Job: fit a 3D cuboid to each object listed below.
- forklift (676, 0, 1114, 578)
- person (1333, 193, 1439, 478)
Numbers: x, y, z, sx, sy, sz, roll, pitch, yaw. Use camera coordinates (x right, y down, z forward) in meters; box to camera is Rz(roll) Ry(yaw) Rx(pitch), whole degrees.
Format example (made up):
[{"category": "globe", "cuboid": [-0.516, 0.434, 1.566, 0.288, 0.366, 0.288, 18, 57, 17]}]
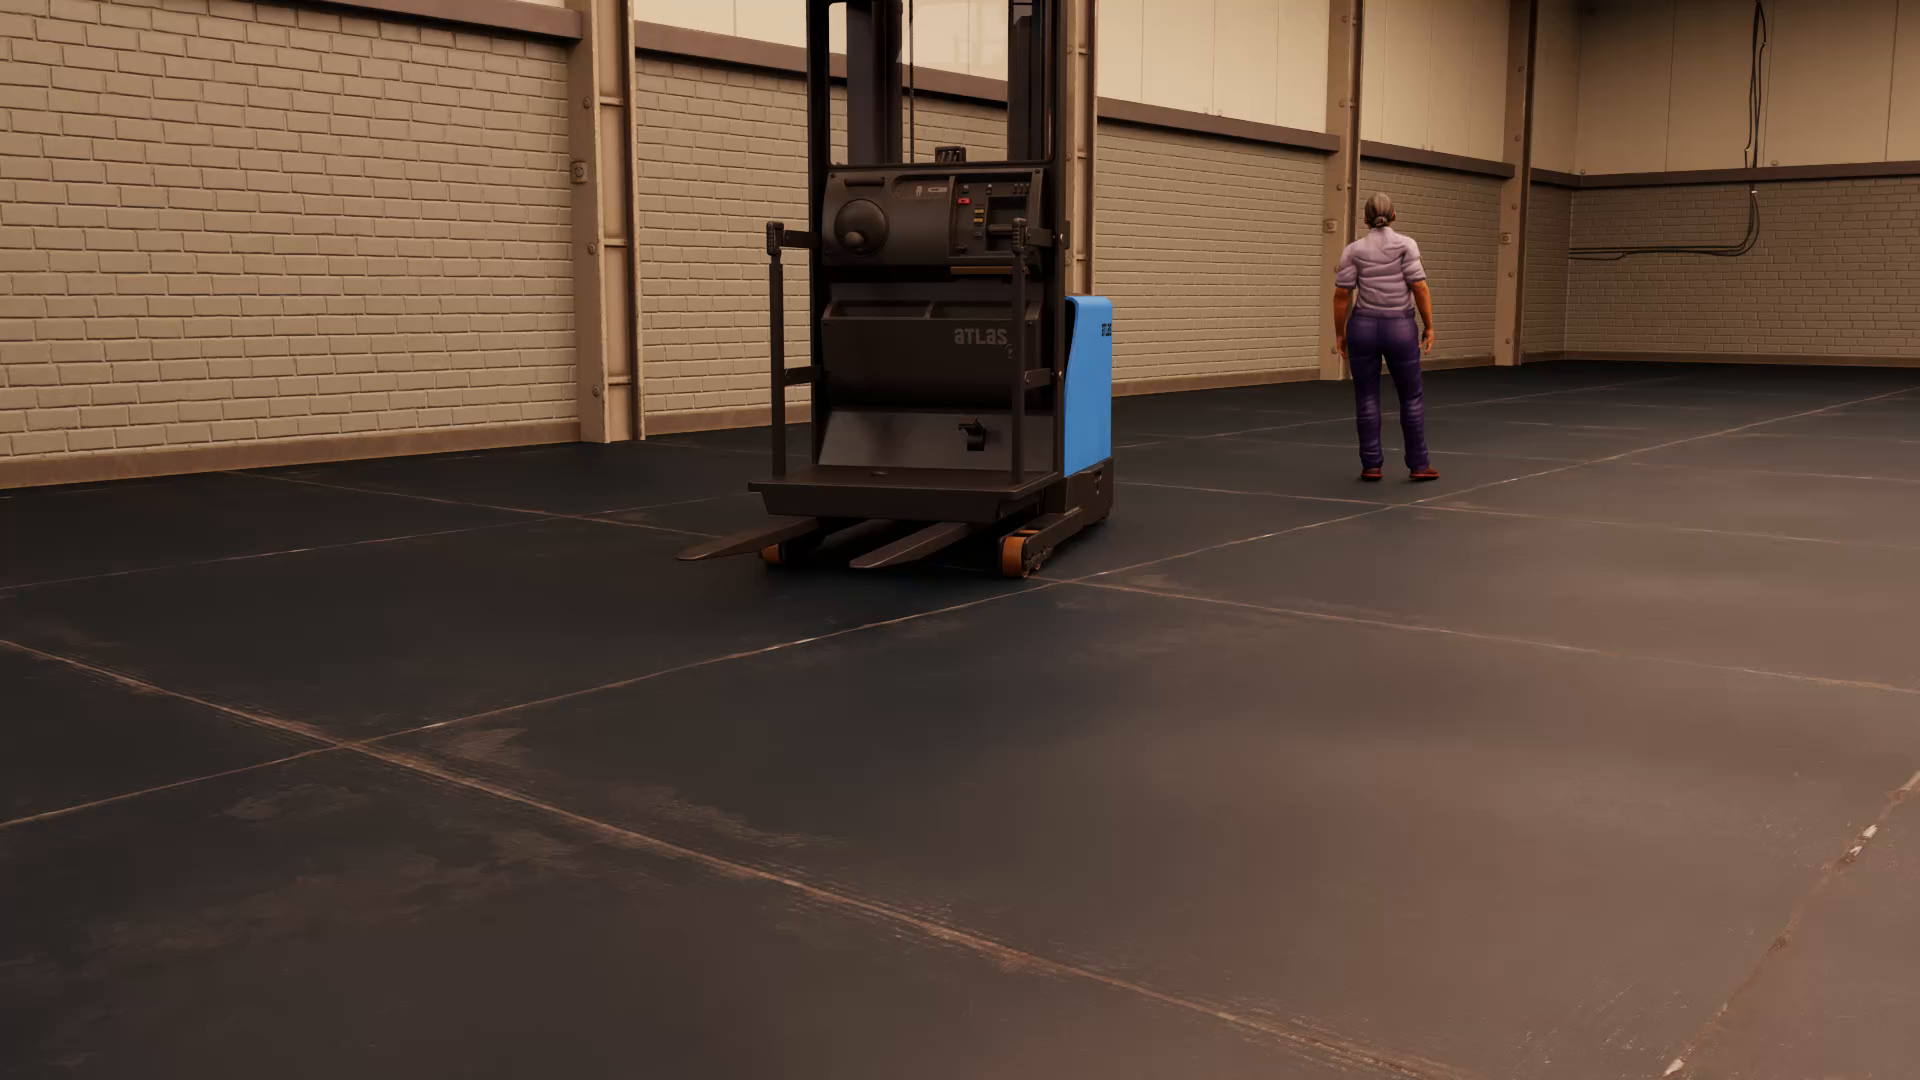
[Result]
[{"category": "forklift", "cuboid": [-0.176, -1.366, 6.616, 1.130, 2.935, 3.031, 3, 9, 17]}, {"category": "person", "cuboid": [2.506, -1.180, 9.734, 0.598, 1.651, 0.502, 4, 9, 24]}]
